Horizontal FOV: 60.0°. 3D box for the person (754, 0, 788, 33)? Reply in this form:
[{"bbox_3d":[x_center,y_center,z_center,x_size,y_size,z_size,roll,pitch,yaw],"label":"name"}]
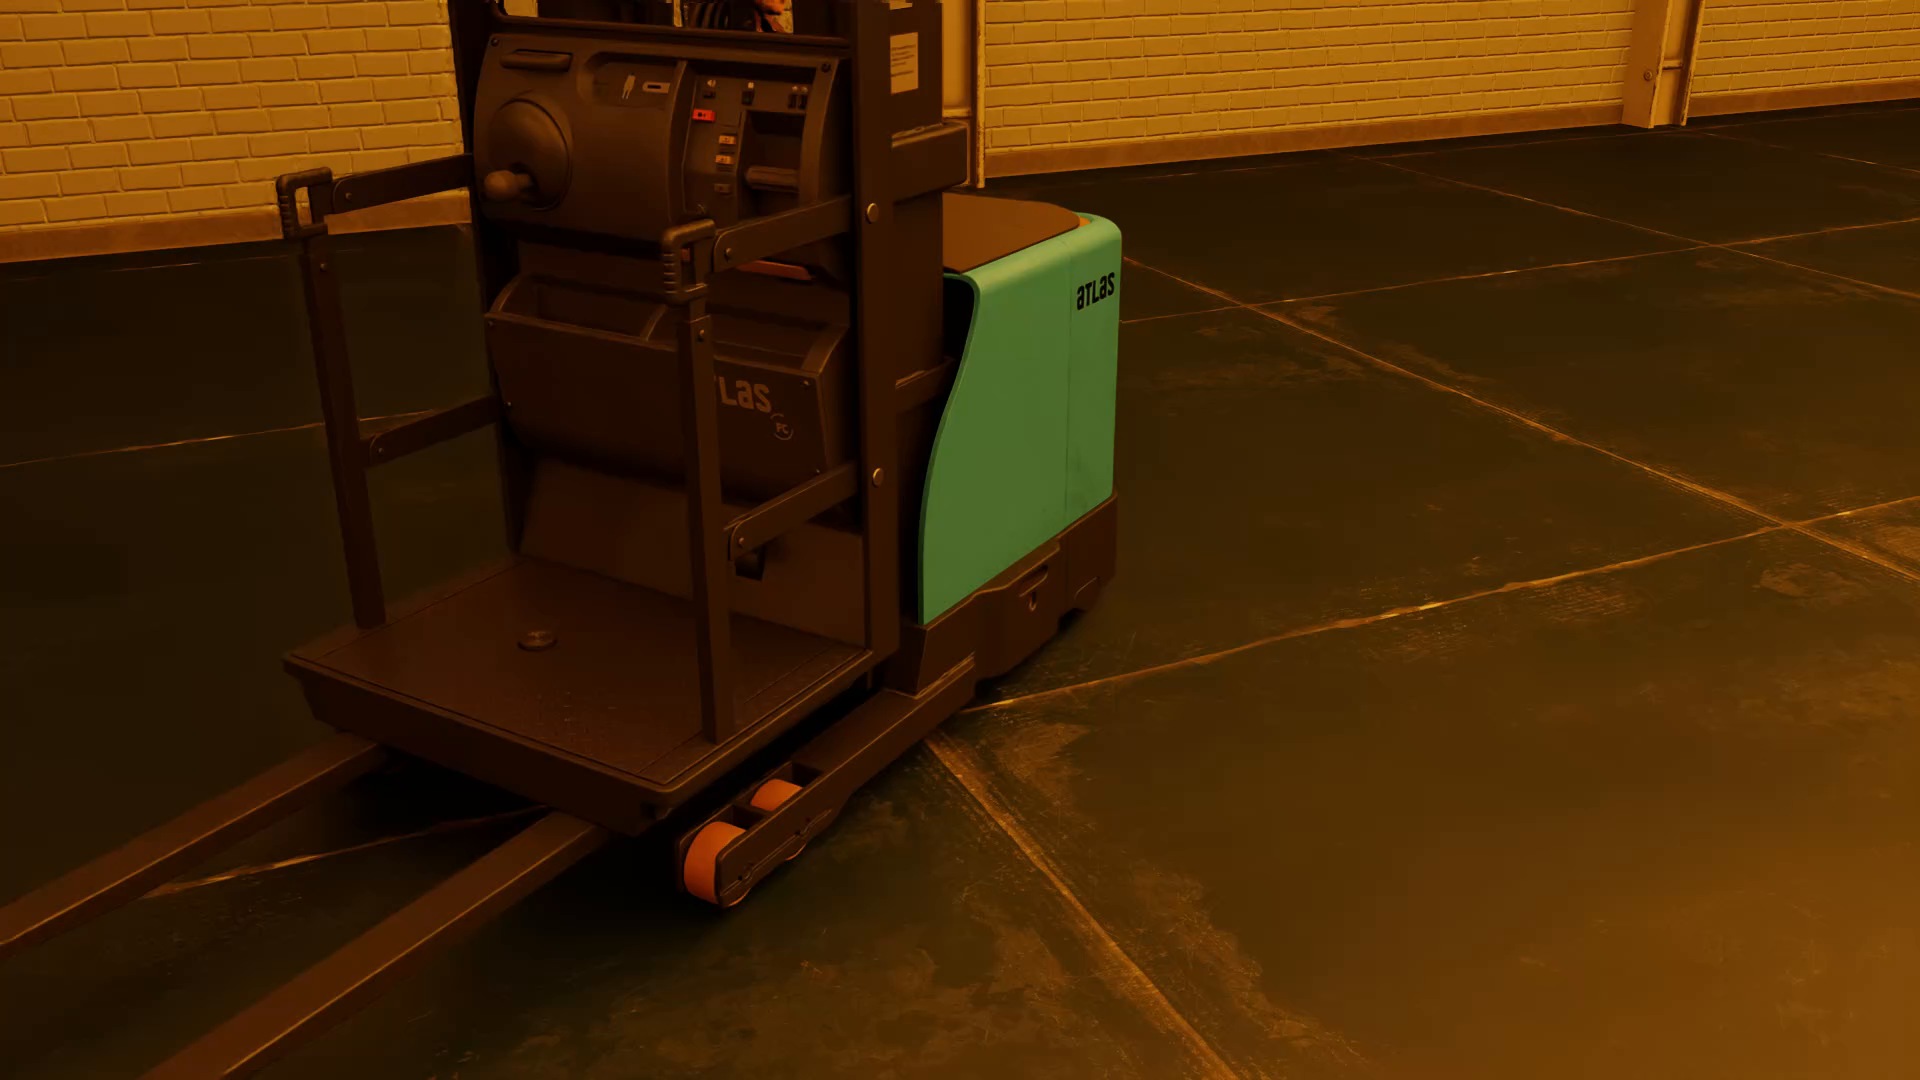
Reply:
[{"bbox_3d":[-0.604,-1.061,5.413,0.519,1.734,0.906,11,25,24],"label":"person"}]

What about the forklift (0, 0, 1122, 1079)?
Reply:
[{"bbox_3d":[-0.755,-0.821,3.263,1.130,2.935,3.031,13,26,29],"label":"forklift"}]
